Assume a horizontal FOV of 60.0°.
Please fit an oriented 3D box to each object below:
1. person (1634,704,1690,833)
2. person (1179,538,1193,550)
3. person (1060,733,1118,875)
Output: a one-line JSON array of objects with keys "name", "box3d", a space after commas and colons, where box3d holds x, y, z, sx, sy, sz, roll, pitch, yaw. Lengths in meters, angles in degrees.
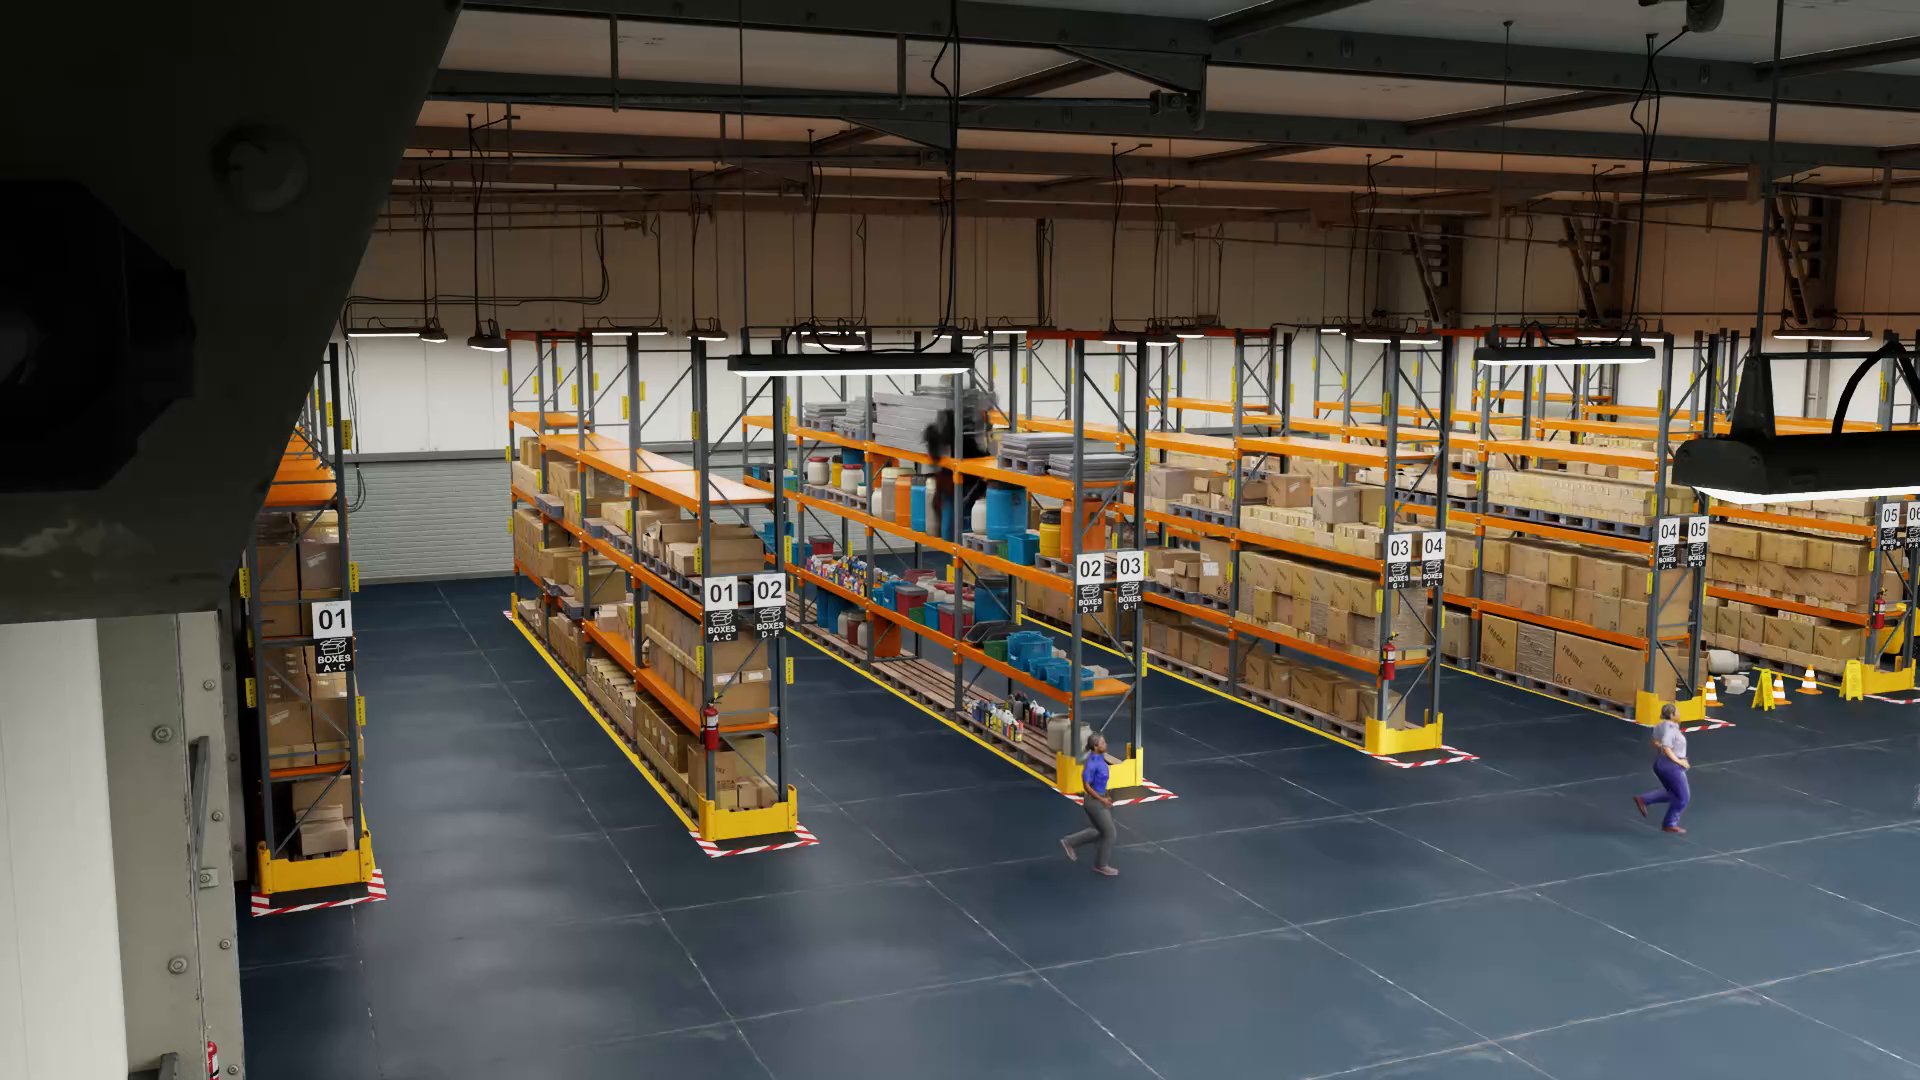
[{"name": "person", "box3d": [8.624, 2.833, 20.370, 0.604, 1.531, 0.607, 1, 8, 7]}, {"name": "person", "box3d": [5.706, -0.215, 41.990, 0.721, 1.719, 0.600, -6, 10, -37]}, {"name": "person", "box3d": [1.470, 2.983, 18.845, 0.670, 1.626, 0.593, 1, 8, 6]}]
